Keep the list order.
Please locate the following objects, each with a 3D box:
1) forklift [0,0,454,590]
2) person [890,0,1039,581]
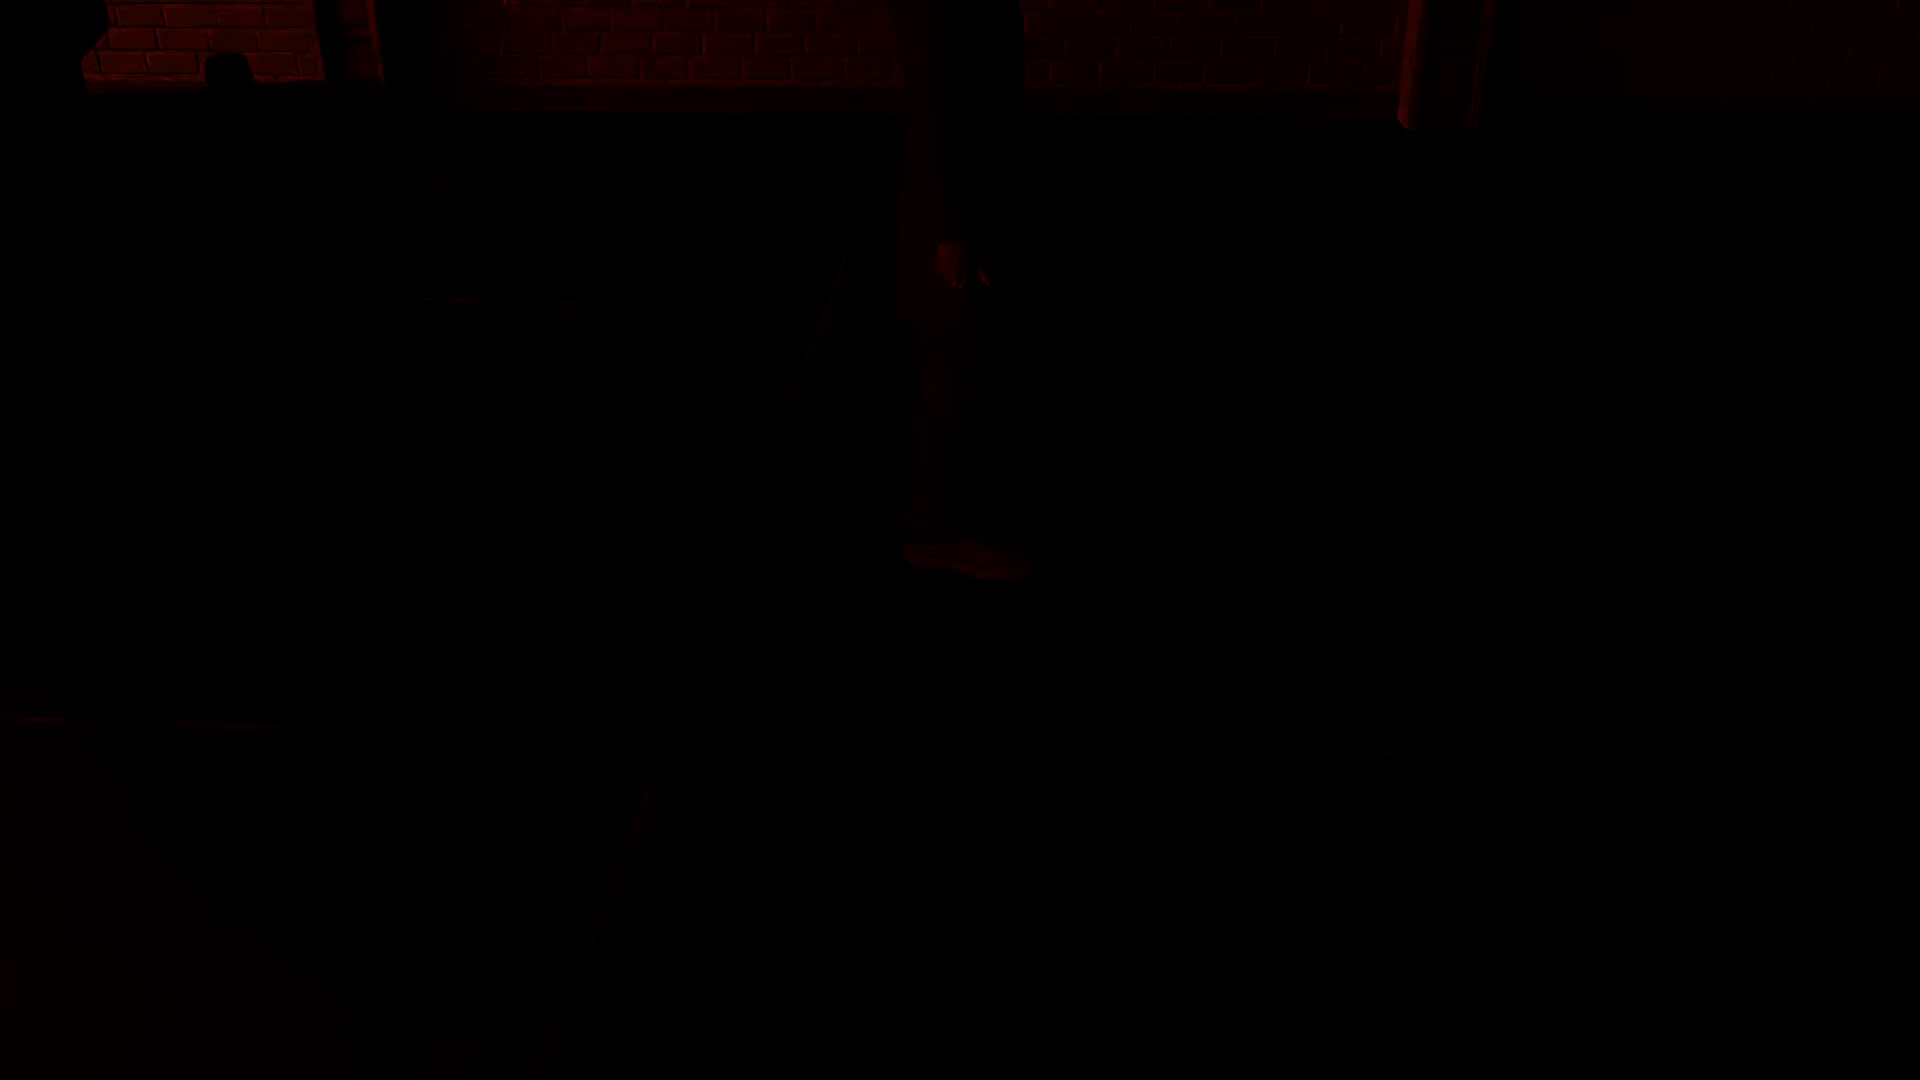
[{"bbox_3d":[-2.944,-1.304,3.852,3.031,2.935,1.130,-8,27,-16],"label":"forklift"},{"bbox_3d":[0.027,-0.800,4.128,0.377,1.783,0.558,1,26,2],"label":"person"}]
